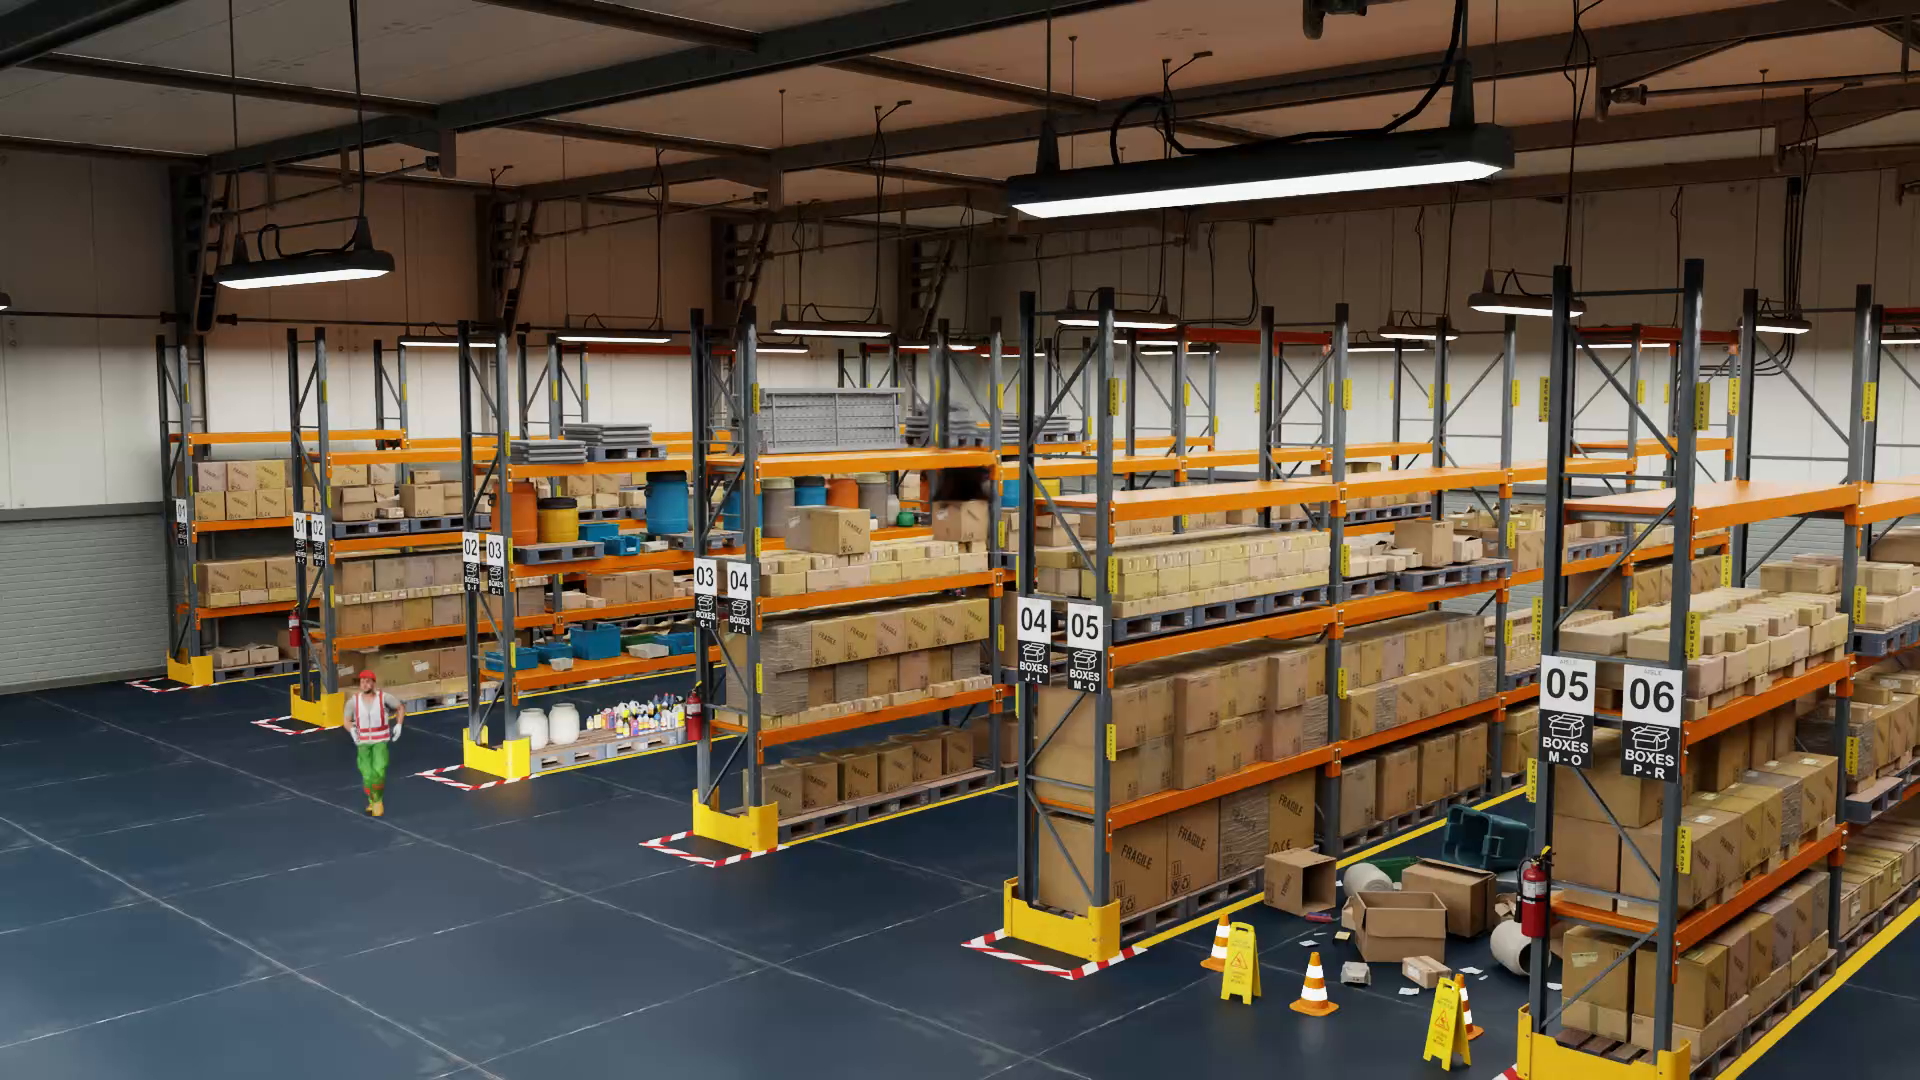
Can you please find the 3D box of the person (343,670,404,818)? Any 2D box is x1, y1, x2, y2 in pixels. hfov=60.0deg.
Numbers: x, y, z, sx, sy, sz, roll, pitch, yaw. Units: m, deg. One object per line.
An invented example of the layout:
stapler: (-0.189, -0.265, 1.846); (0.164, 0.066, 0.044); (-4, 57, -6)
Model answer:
person: (-7.009, 2.428, 19.839); (0.671, 1.759, 0.671); (-1, 5, -9)
